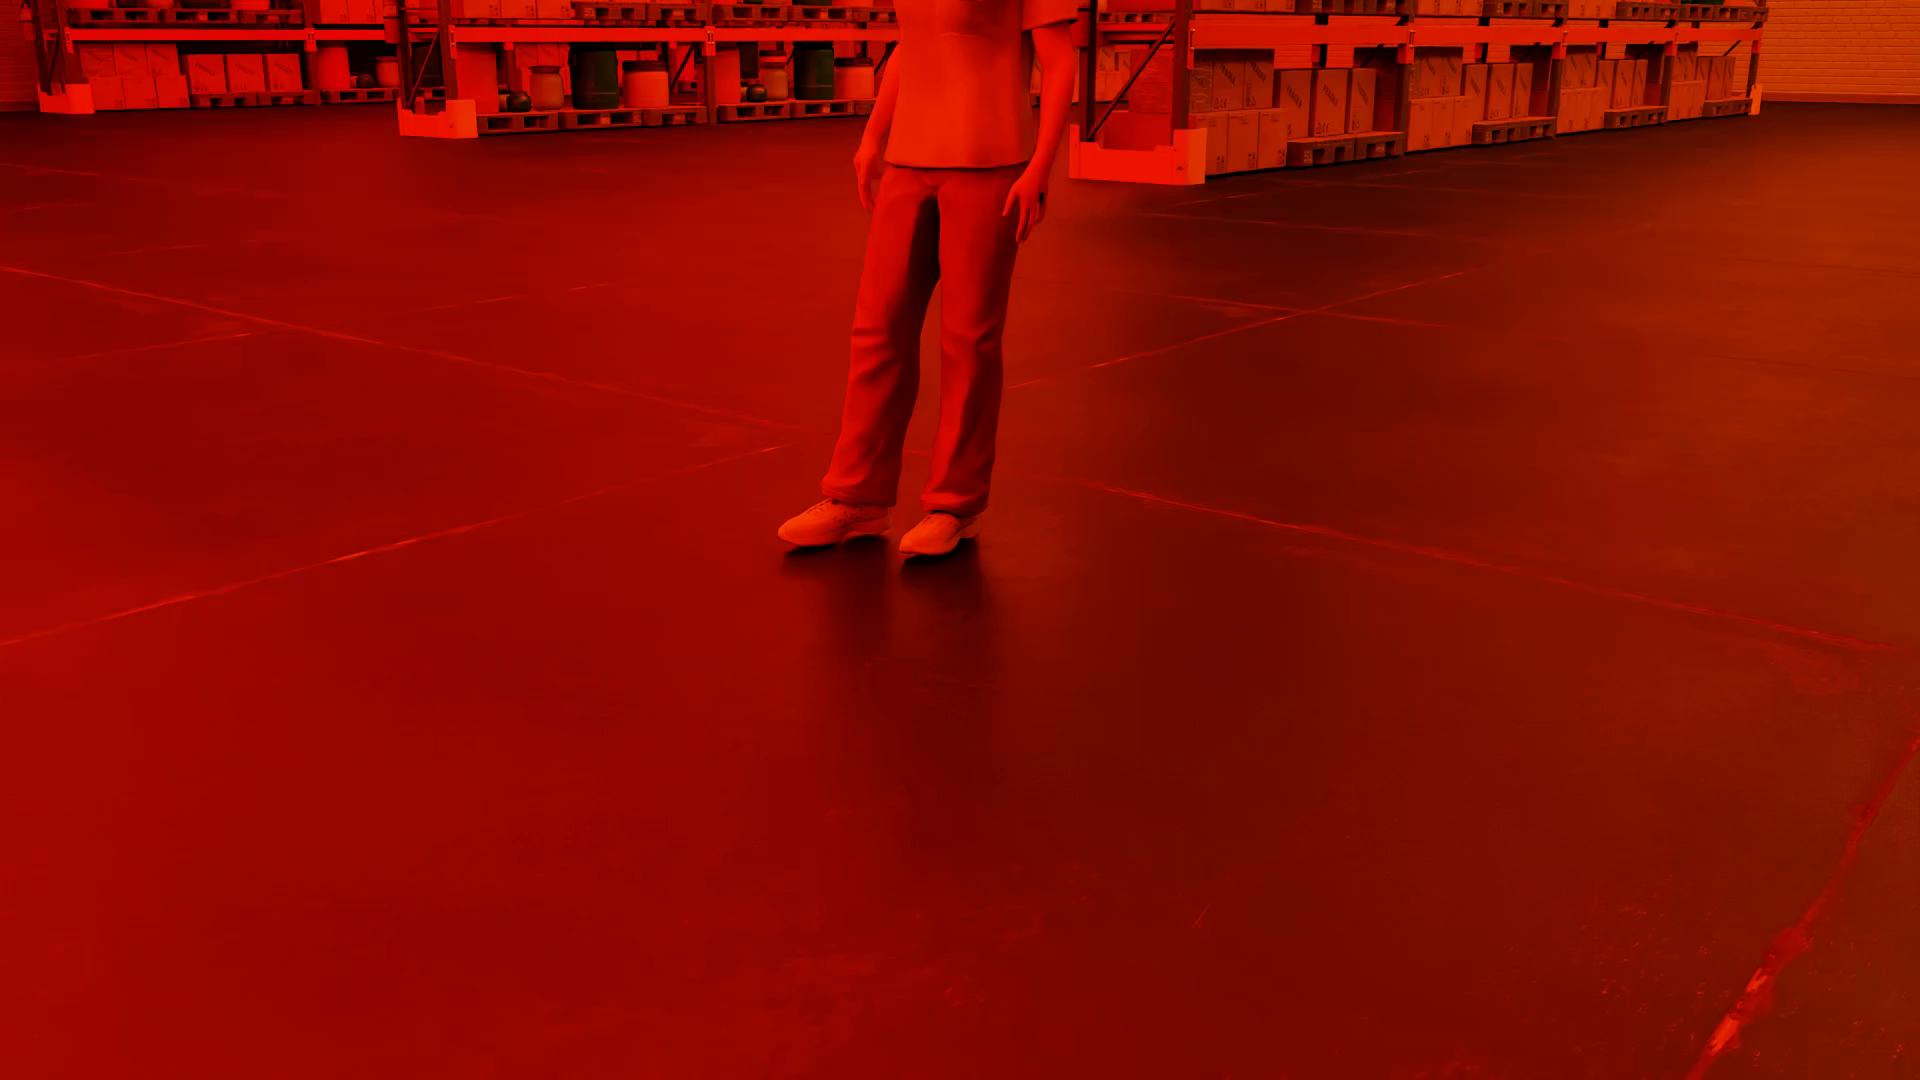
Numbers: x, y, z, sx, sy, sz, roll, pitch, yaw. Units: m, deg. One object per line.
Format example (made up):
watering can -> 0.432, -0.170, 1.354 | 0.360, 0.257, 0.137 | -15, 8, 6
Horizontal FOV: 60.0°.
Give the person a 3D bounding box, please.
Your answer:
person -> -0.056, -0.794, 3.649 | 0.553, 1.673, 0.548 | 13, 21, 37
